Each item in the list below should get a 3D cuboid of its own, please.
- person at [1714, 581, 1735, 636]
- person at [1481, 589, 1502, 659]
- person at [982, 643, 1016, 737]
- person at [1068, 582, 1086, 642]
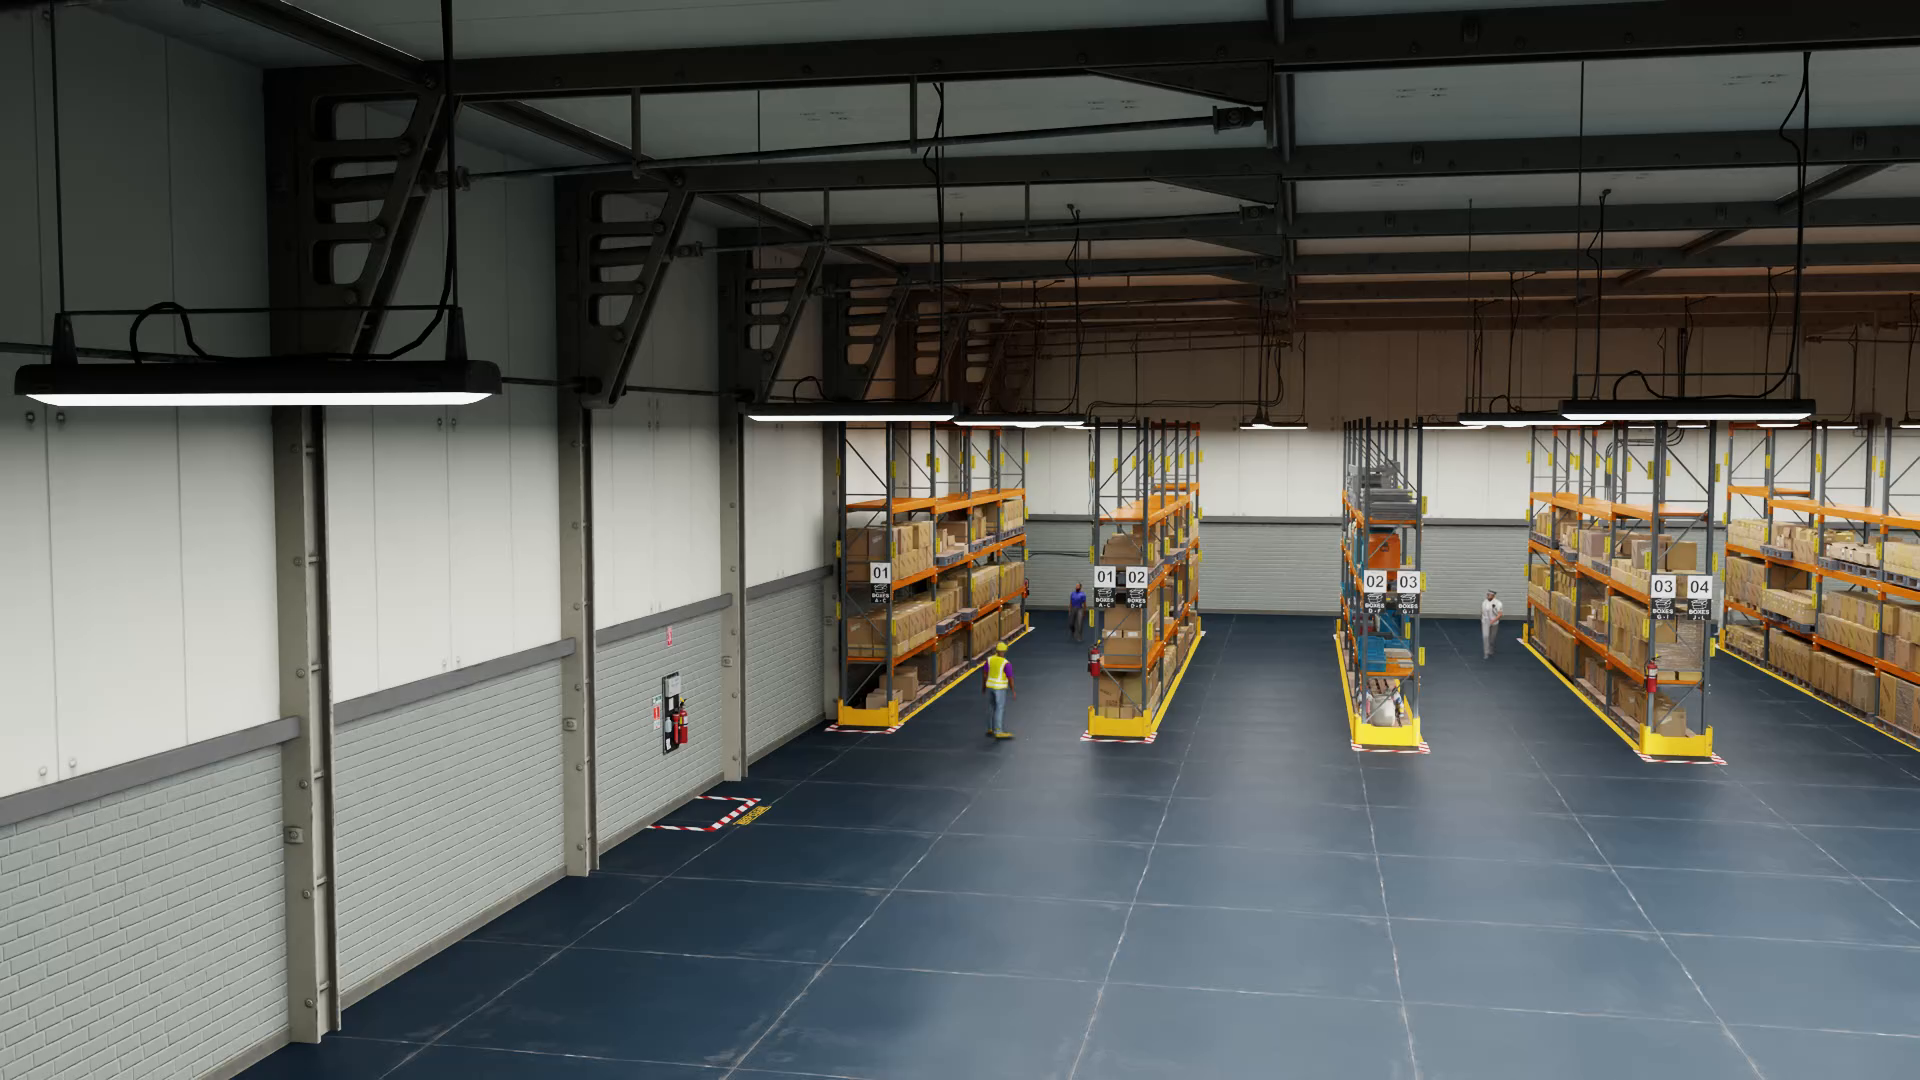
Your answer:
[{"bbox_3d":[21.511,1.873,46.629,0.479,1.634,0.992,4,5,45],"label":"person"},{"bbox_3d":[13.533,2.135,42.325,0.490,1.787,0.947,1,4,12],"label":"person"},{"bbox_3d":[0.715,2.825,31.323,0.494,1.804,0.687,-3,5,-41],"label":"person"},{"bbox_3d":[3.208,1.958,45.382,0.483,1.618,0.621,1,4,10],"label":"person"}]
